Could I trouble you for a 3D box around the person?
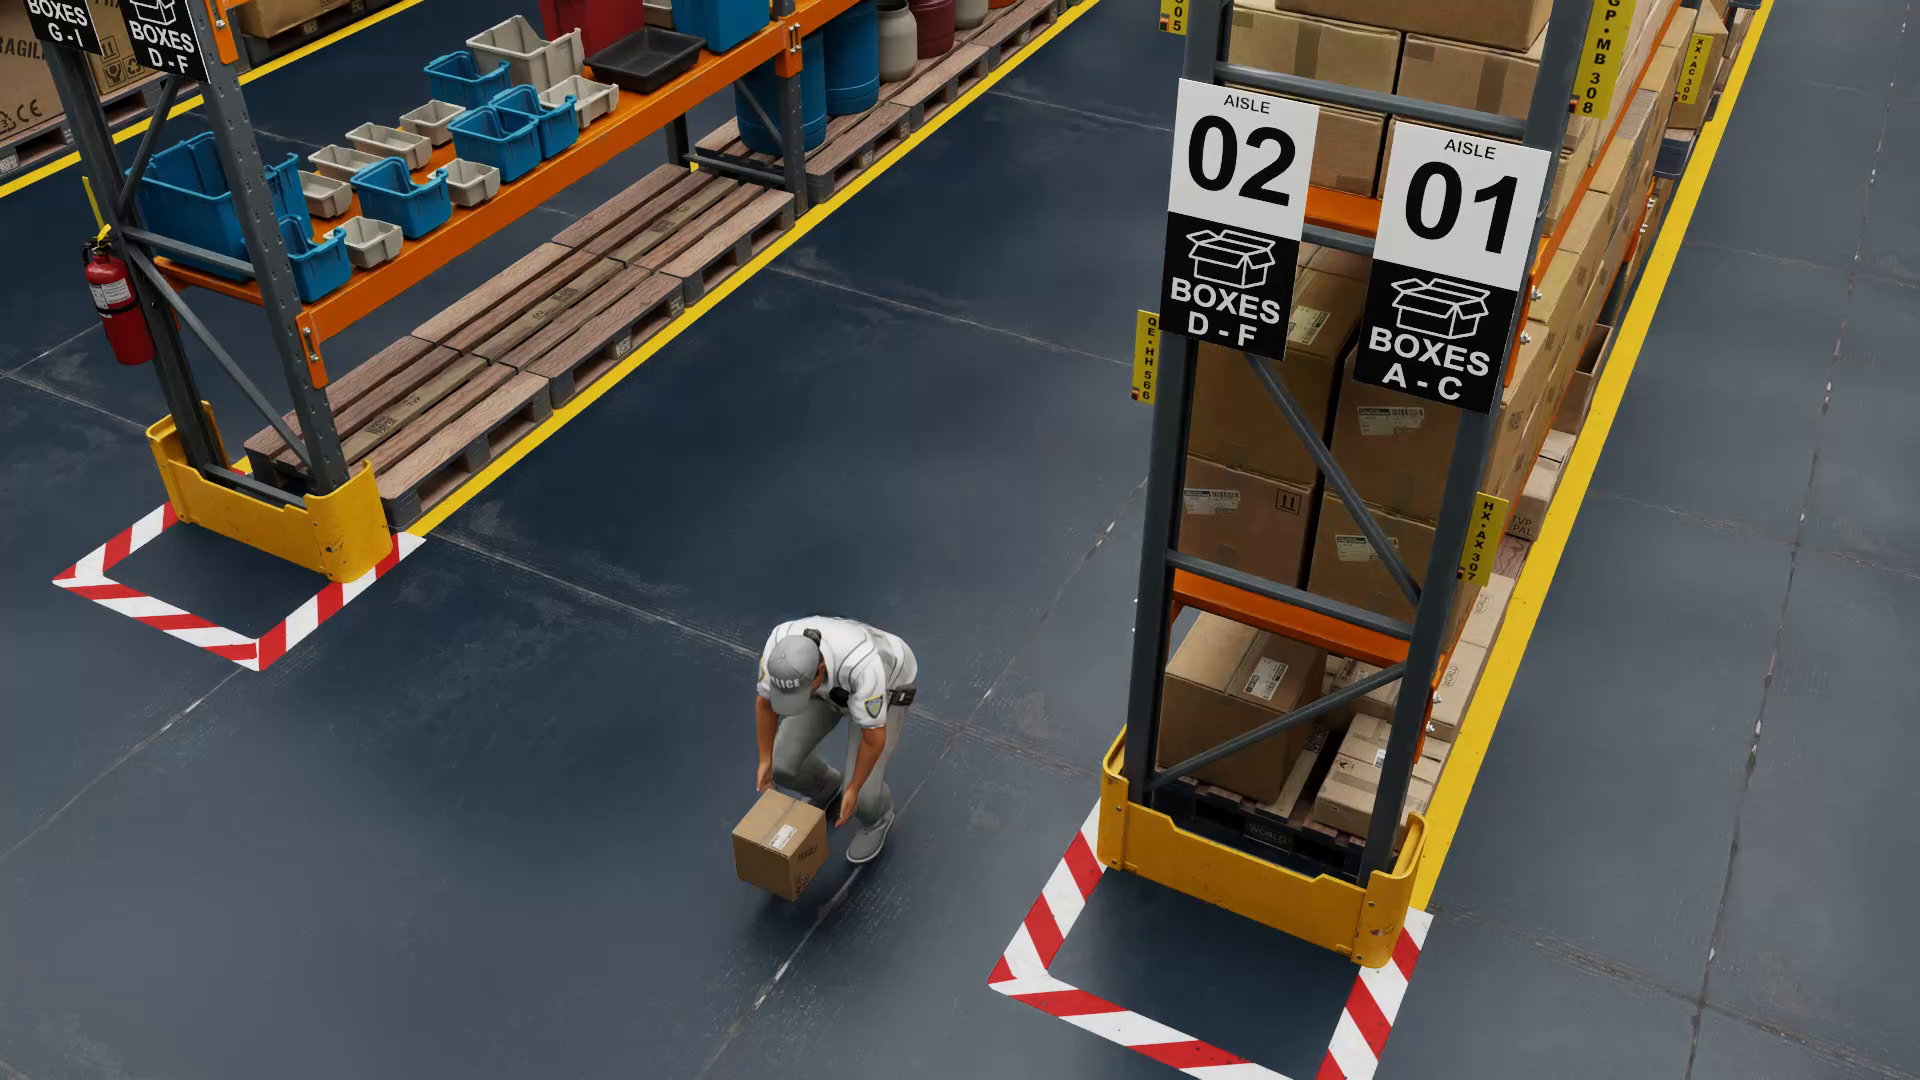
[{"bbox_3d":[-0.454,0.684,6.227,0.540,1.239,0.794,18,42,21],"label":"person"}]
